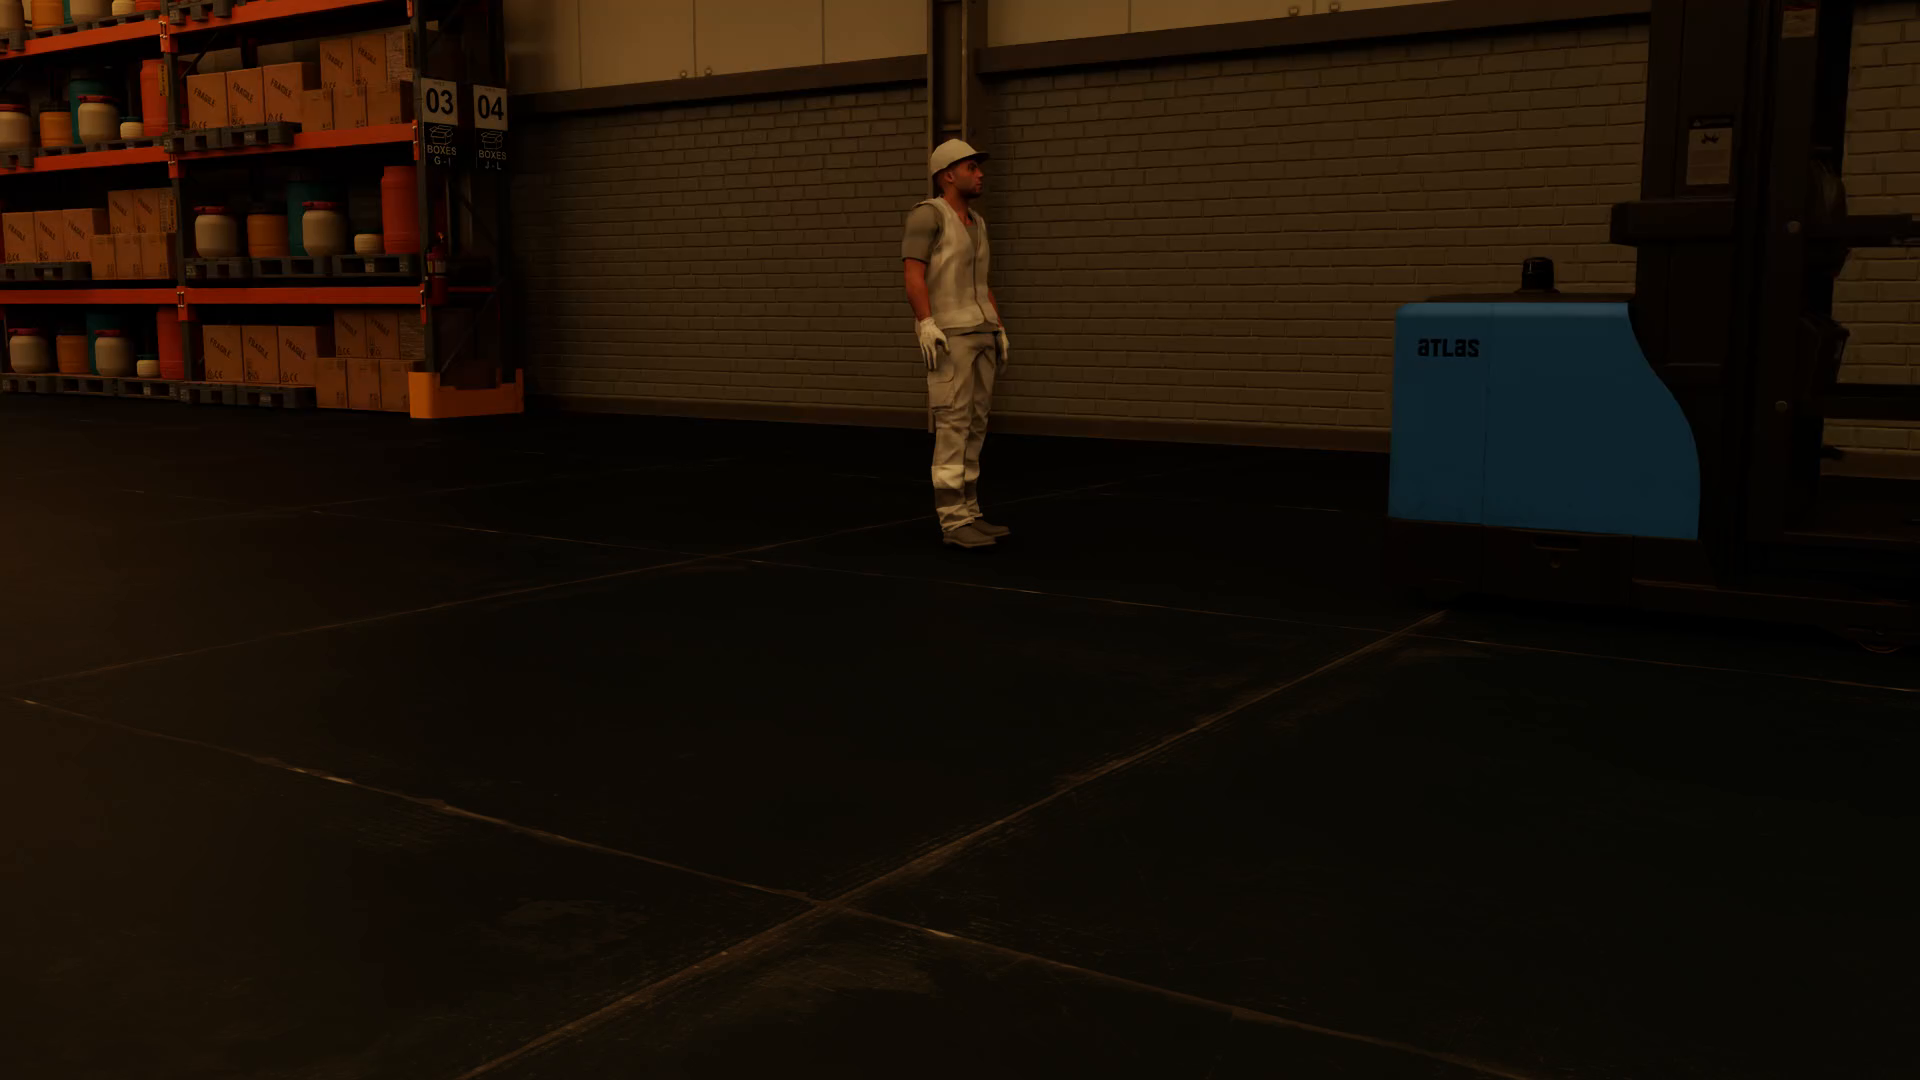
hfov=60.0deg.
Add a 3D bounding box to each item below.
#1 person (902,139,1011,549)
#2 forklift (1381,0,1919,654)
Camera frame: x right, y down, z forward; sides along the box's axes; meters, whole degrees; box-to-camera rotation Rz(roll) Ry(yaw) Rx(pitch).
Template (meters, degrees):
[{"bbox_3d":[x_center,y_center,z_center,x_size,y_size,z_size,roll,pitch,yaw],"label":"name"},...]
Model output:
[{"bbox_3d":[0.060,-0.885,7.422,0.562,1.790,0.637,5,10,34],"label":"person"},{"bbox_3d":[3.047,-1.170,5.420,3.031,2.935,1.130,5,10,32],"label":"forklift"}]
